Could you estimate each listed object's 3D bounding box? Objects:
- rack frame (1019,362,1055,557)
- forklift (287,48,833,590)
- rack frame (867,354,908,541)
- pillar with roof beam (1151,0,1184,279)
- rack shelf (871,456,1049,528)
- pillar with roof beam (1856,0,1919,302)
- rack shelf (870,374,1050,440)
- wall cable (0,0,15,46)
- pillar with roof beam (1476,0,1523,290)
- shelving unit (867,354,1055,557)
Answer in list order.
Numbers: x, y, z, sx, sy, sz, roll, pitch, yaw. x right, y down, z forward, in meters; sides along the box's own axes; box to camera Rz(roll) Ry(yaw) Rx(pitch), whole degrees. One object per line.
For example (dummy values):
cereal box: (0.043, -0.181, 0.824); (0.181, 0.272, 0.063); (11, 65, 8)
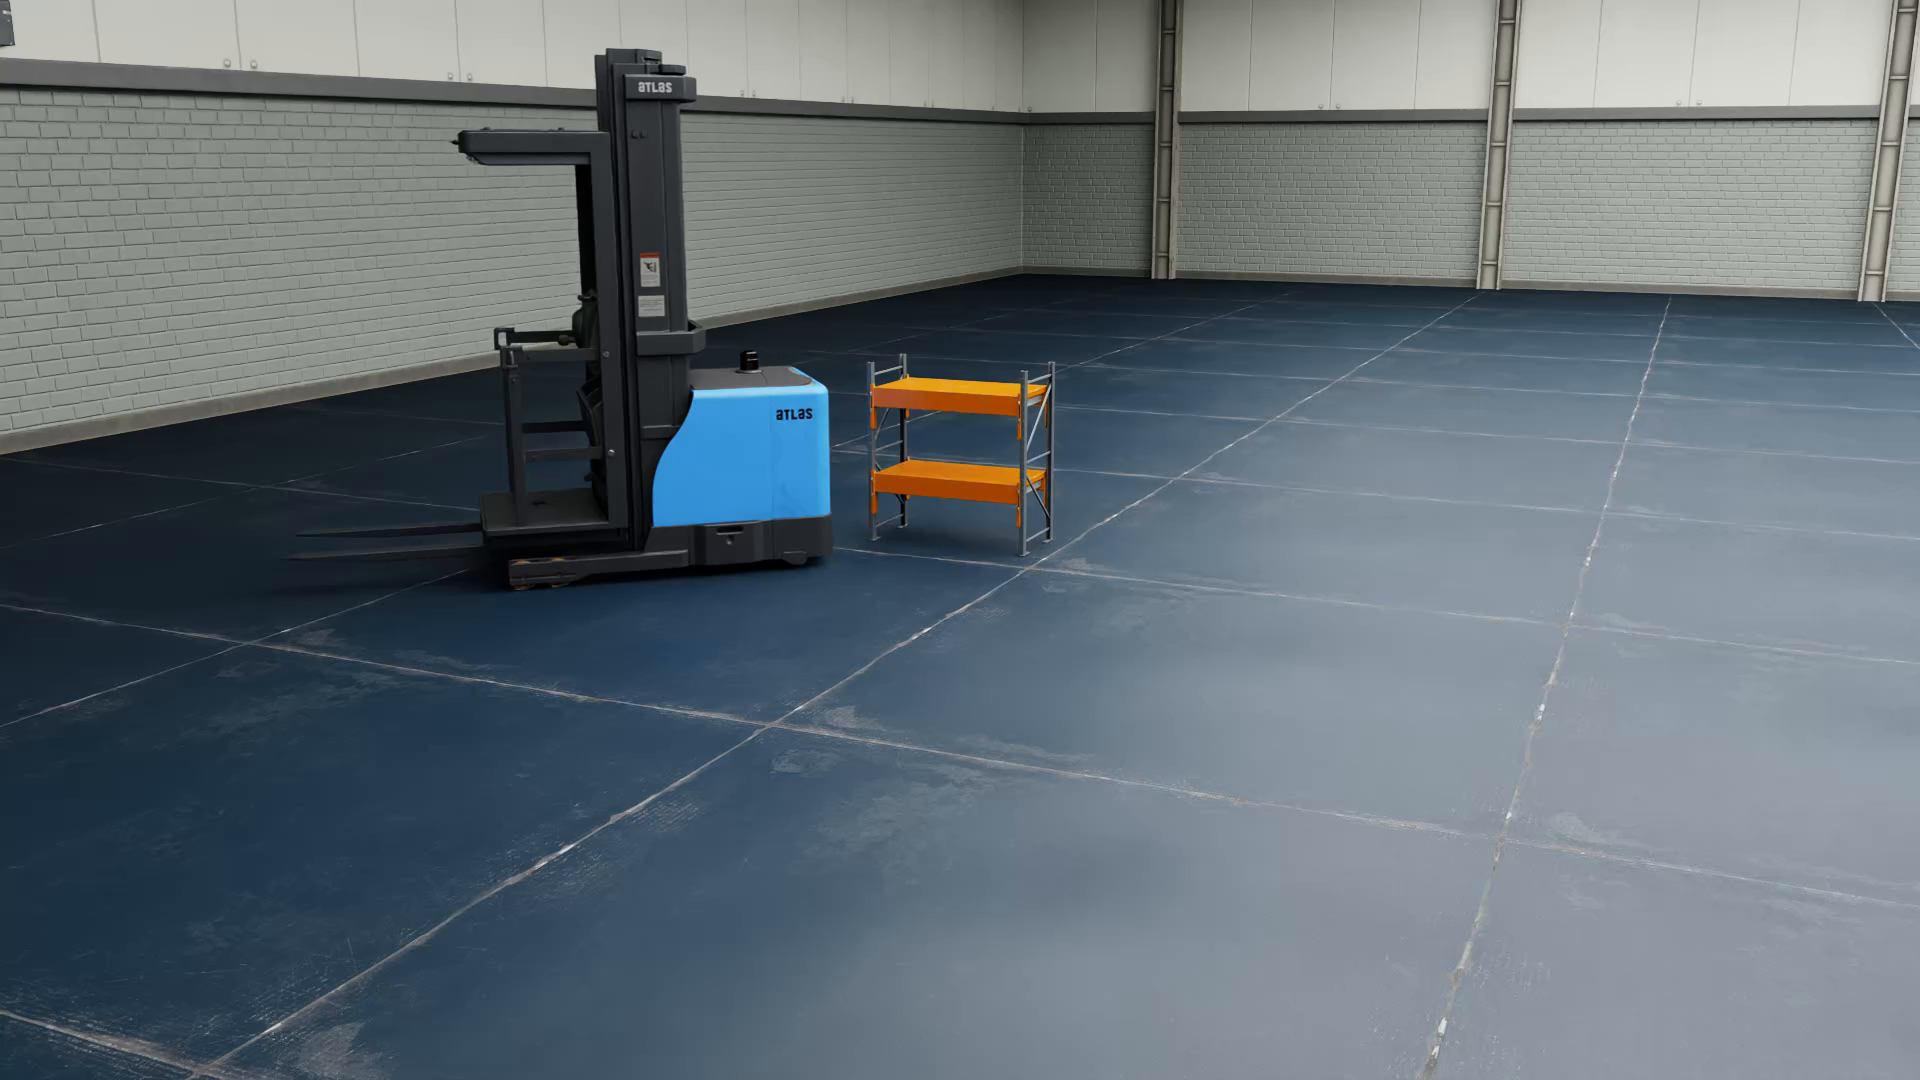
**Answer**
rack frame: (0.471, -0.500, 10.167); (0.032, 1.125, 0.500); (6, 14, 23)
forklift: (-2.328, -1.281, 9.541); (3.031, 2.935, 1.130); (-4, 14, -17)
rack frame: (-0.459, -0.594, 10.568); (0.032, 1.125, 0.500); (6, 14, 23)
pillar with roof beam: (2.159, -8.503, 27.037); (0.400, 9.000, 9.100); (6, 14, 23)
rack shelf: (0.006, -0.309, 10.424); (1.000, 0.278, 0.538); (6, 14, 23)
pillar with roof beam: (13.131, -7.393, 22.305); (0.400, 9.000, 9.100); (6, 14, 23)
rack shelf: (0.006, -0.832, 10.301); (1.000, 0.278, 0.538); (6, 14, 23)
wall cable: (-7.154, -7.009, 13.225); (0.169, 6.003, 2.305); (6, 14, 23)
pillar with roof beam: (7.645, -7.948, 24.671); (0.400, 9.000, 9.100); (6, 14, 23)
shelving unit: (0.006, -0.547, 10.368); (1.048, 1.125, 0.538); (6, 14, 23)
